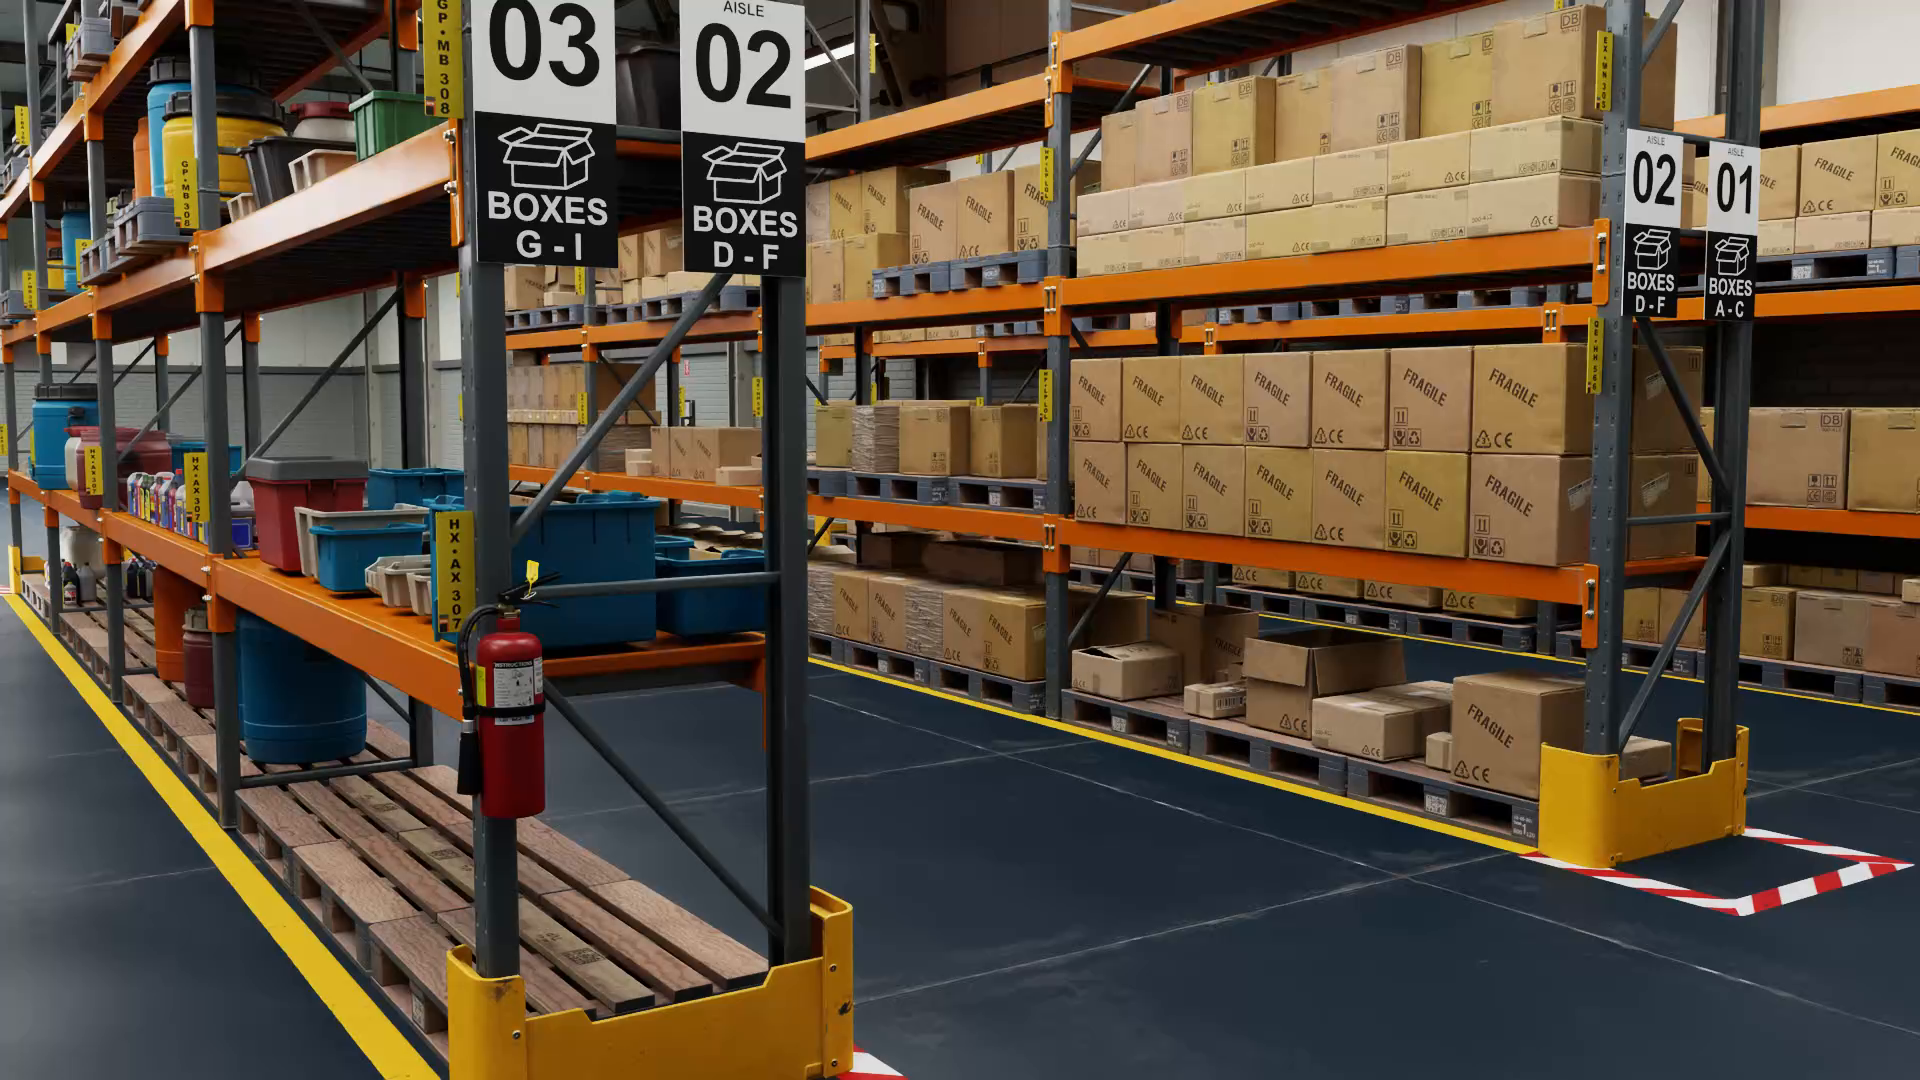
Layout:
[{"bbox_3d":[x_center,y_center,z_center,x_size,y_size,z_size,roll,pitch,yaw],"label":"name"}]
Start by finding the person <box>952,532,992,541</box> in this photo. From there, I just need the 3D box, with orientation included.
[{"bbox_3d":[0.105,-0.028,14.969,0.440,1.676,0.356,-3,6,-31],"label":"person"}]
